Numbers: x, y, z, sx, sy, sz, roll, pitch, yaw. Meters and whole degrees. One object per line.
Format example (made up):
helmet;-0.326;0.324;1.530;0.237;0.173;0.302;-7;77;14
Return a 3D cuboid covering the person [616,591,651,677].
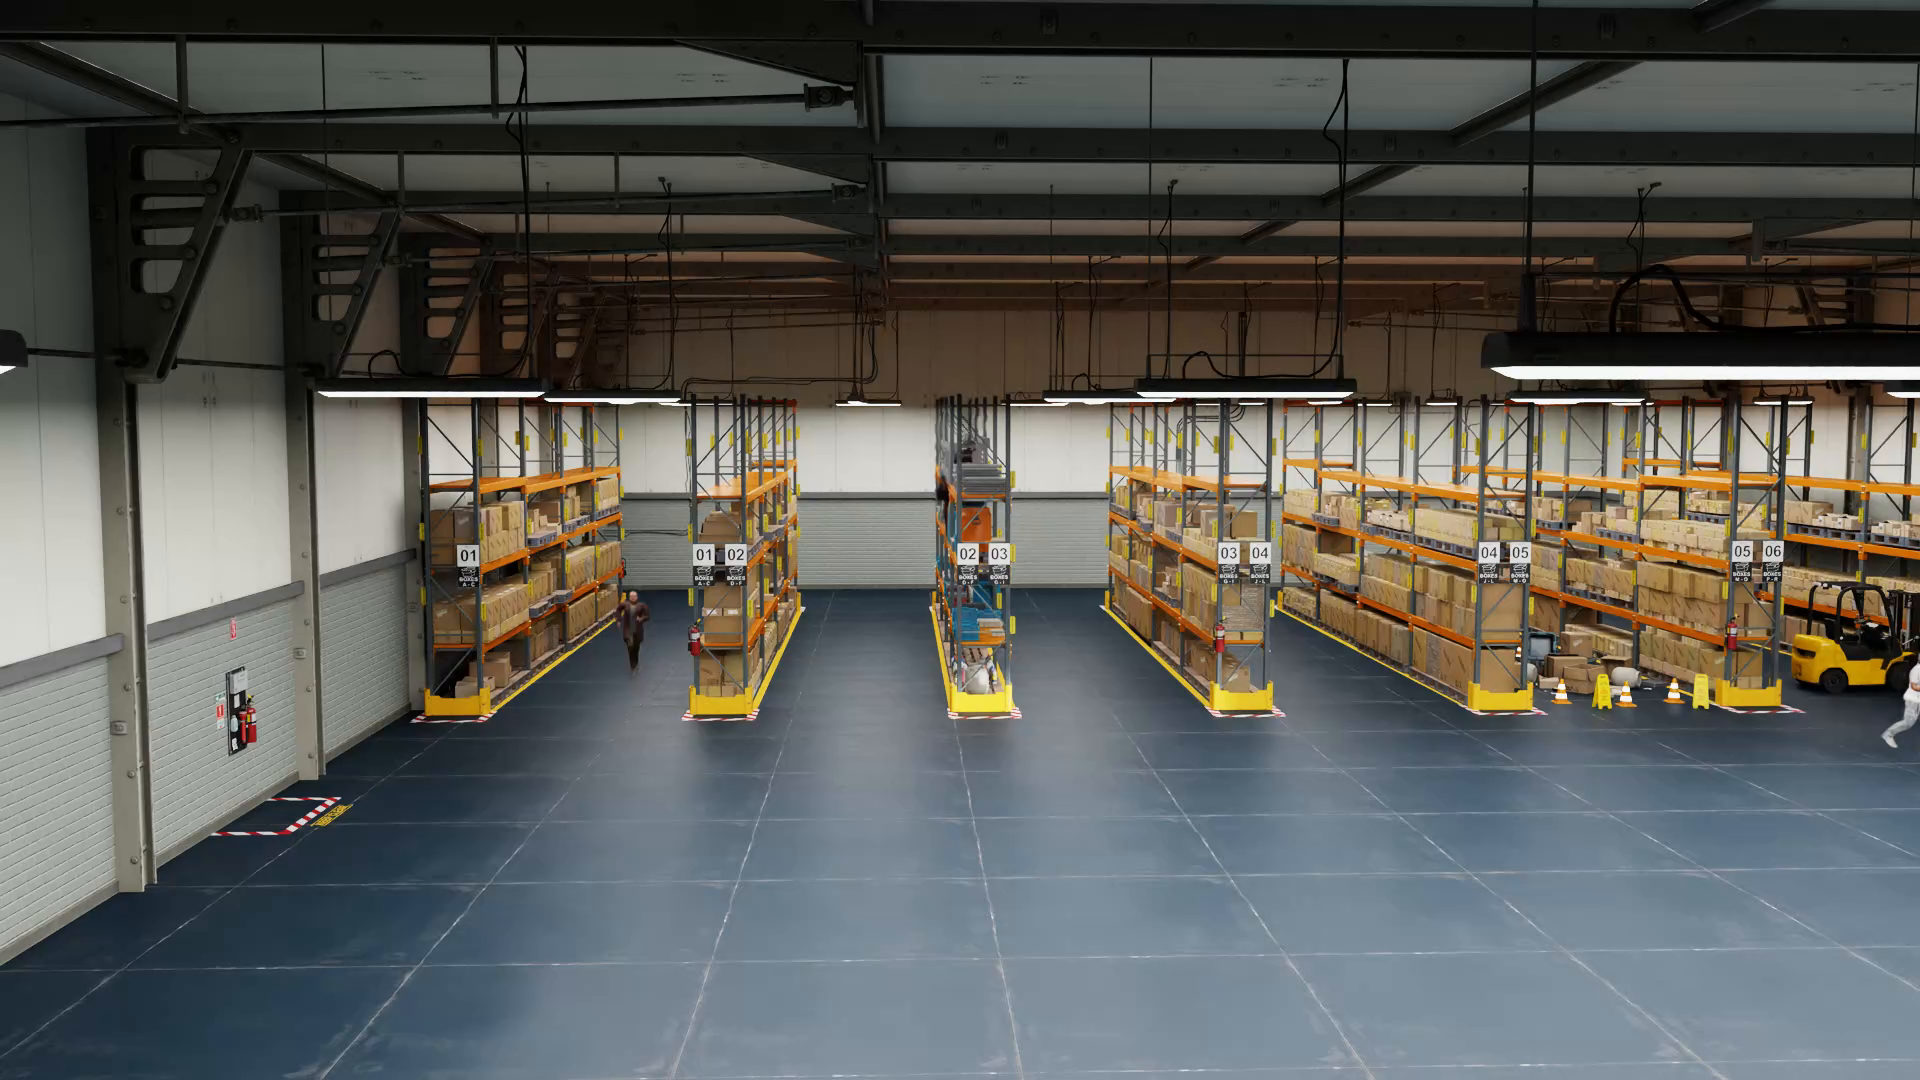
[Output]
person;-7.077;2.005;36.057;0.738;1.826;1.025;-1;5;-9

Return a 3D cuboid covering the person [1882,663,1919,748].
person;15.785;2.691;27.500;0.712;1.813;0.976;-3;6;-37
